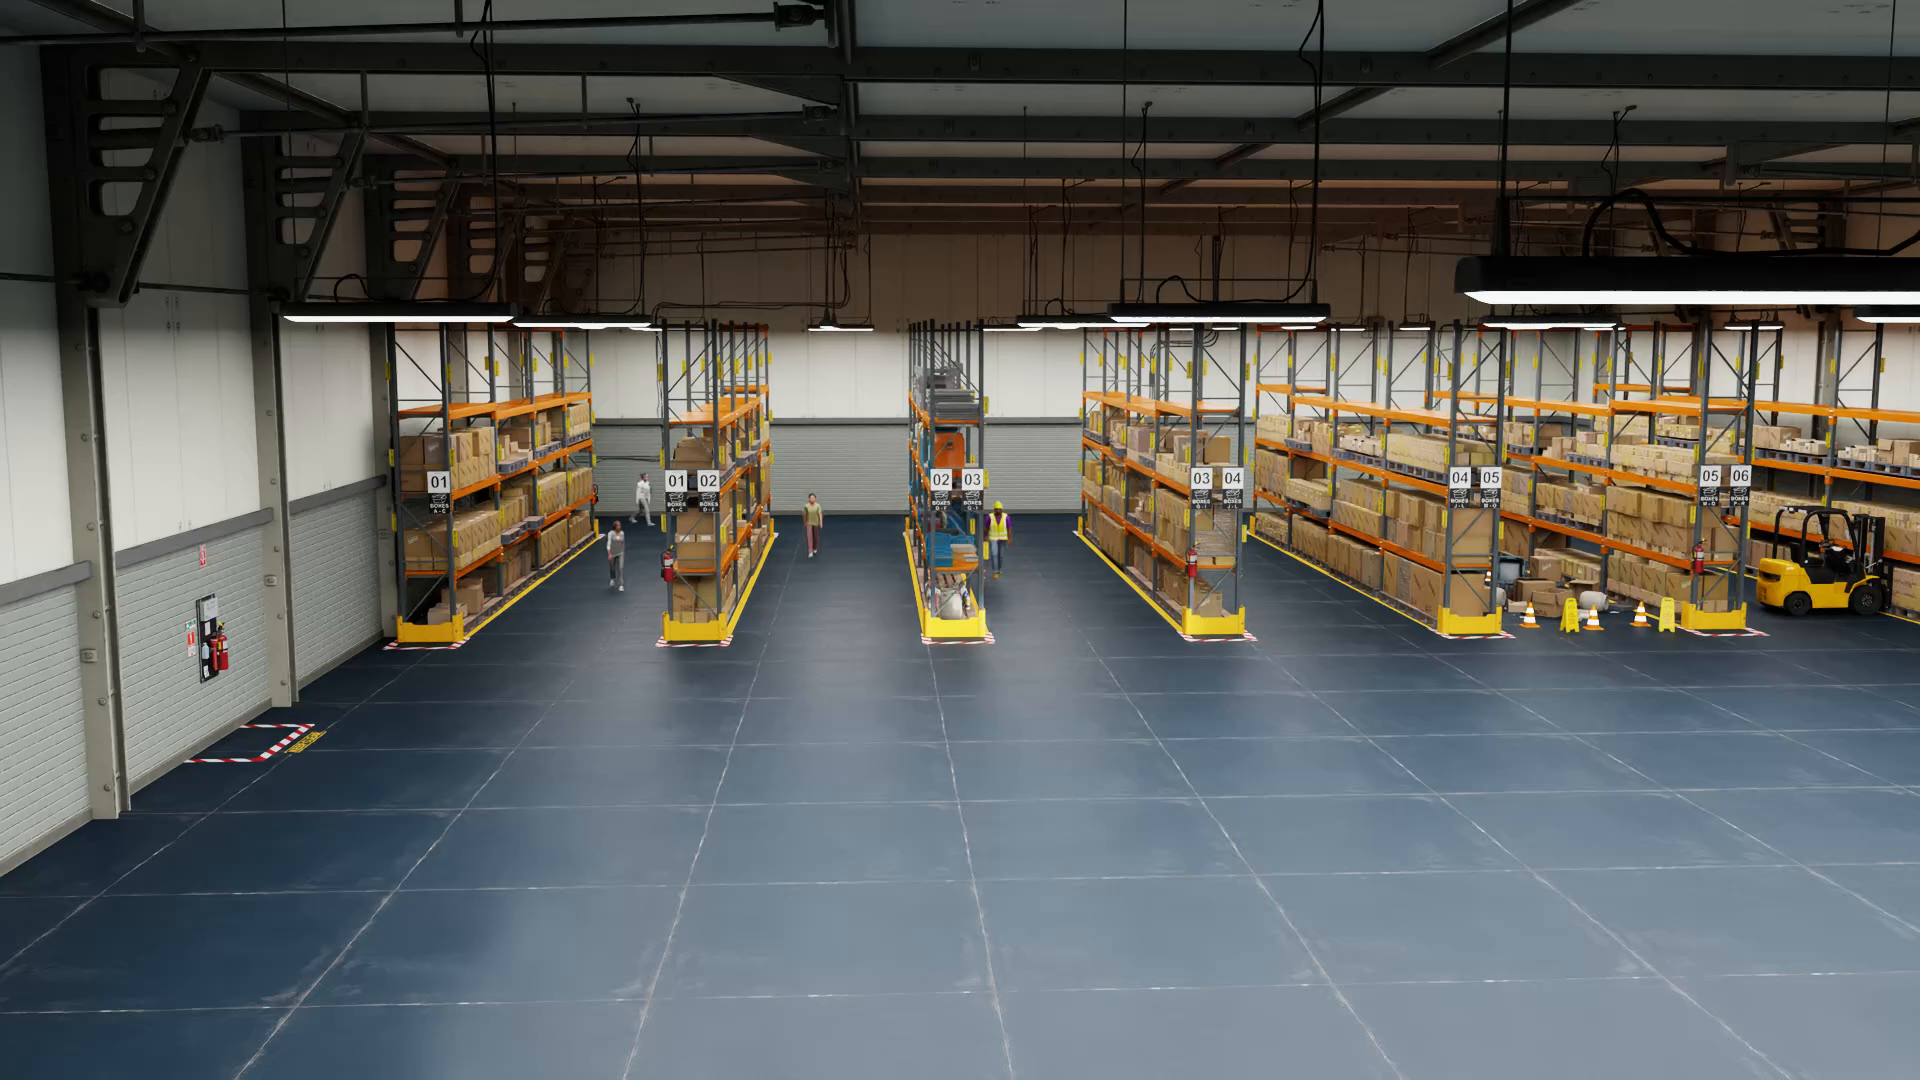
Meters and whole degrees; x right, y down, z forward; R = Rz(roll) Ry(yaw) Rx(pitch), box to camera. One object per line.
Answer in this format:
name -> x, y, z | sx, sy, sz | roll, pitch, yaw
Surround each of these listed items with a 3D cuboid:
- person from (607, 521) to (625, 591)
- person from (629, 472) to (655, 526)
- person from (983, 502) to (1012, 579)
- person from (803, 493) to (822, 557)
person -> -7.720, 0.375, 37.324 | 0.397, 1.458, 0.889 | -2, 7, -14
person -> -9.508, -1.232, 49.773 | 1.035, 1.618, 0.471 | 3, 8, 23
person -> 0.875, -0.016, 37.326 | 0.595, 1.694, 1.067 | -1, 7, -11
person -> -3.809, -0.405, 43.019 | 0.496, 1.610, 1.058 | -1, 7, -6
